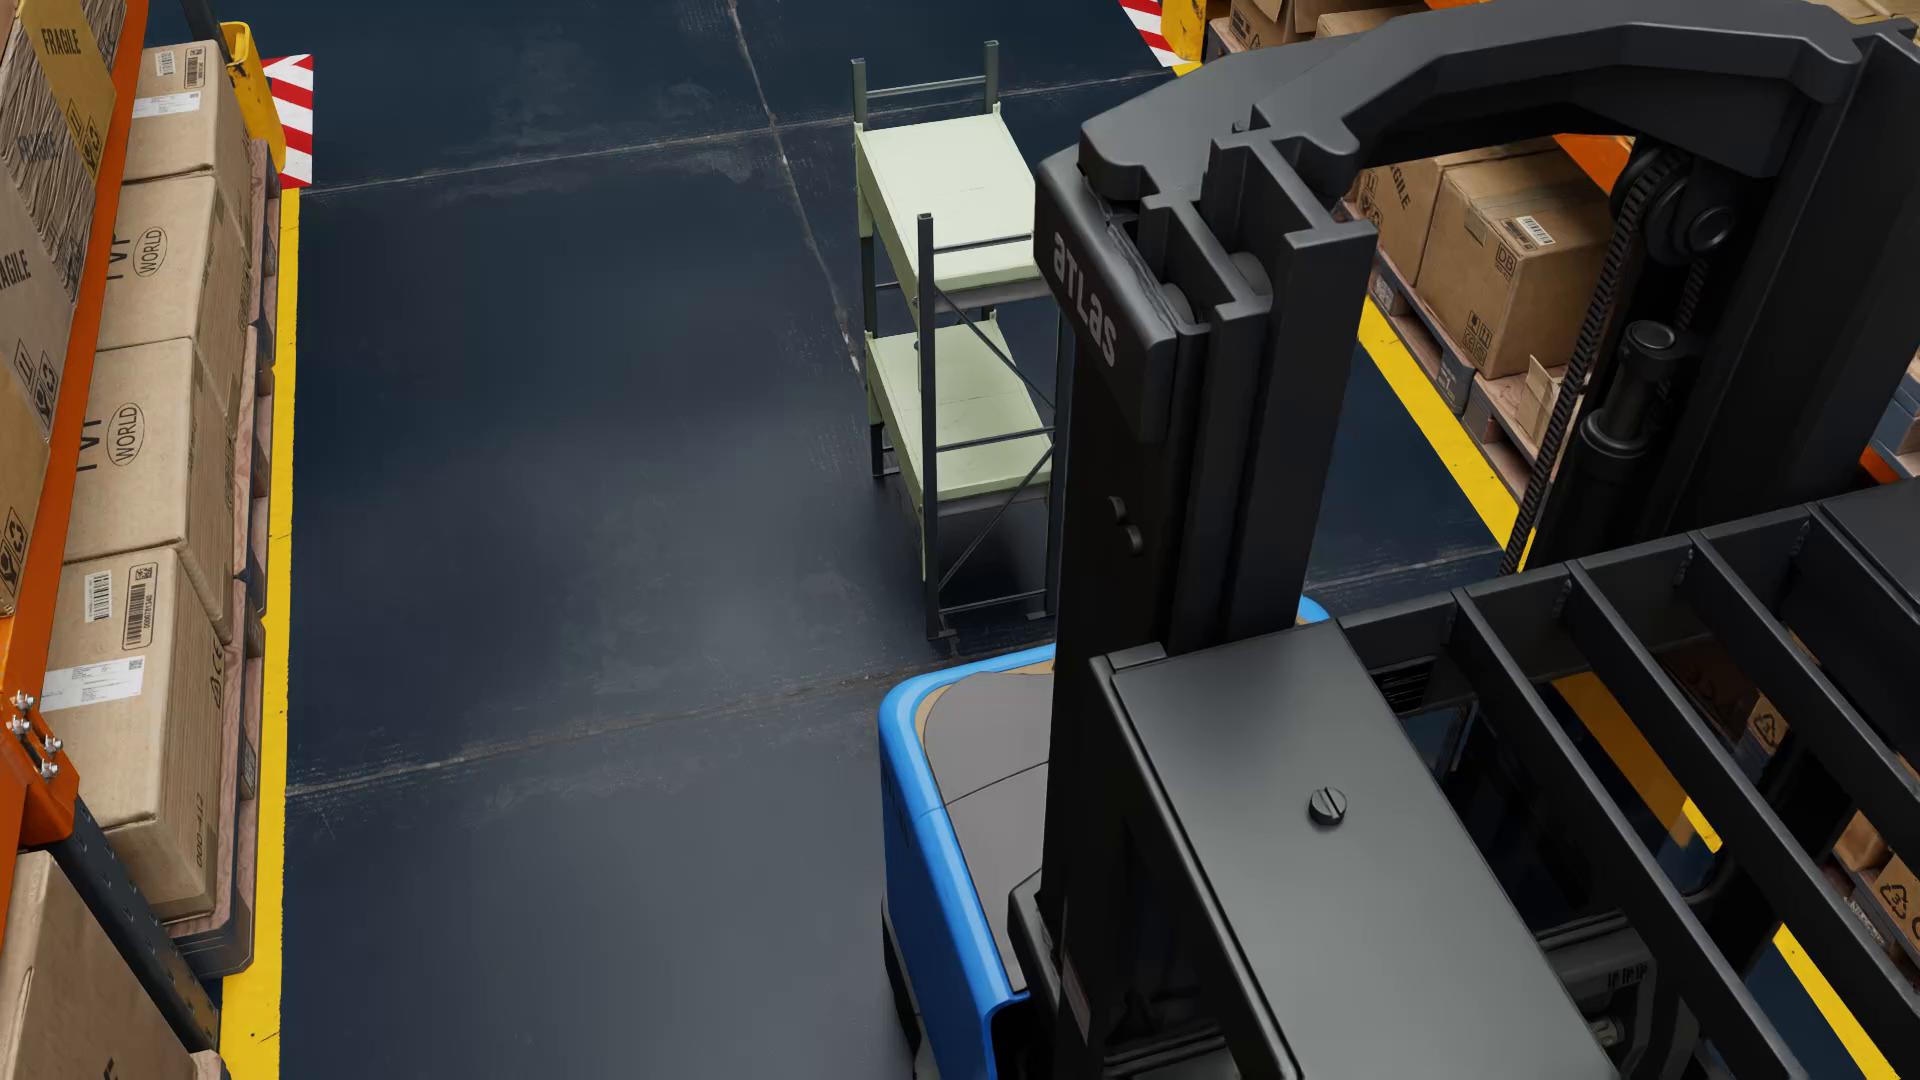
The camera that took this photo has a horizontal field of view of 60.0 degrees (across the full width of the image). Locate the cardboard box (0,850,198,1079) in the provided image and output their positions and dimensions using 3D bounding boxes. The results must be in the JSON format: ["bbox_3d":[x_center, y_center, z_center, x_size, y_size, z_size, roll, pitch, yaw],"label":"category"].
[{"bbox_3d":[-2.059,1.261,3.107,0.875,0.875,0.875,-9,46,-9],"label":"cardboard box"}]

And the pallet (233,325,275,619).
[{"bbox_3d":[-2.730,-0.156,5.255,1.003,0.211,1.213,-11,47,-10],"label":"pallet"}]

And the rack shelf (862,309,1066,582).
[{"bbox_3d":[0.002,-0.292,4.943,0.431,0.370,0.720,-11,47,-10],"label":"rack shelf"}]

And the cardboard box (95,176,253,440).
[{"bbox_3d":[-2.811,-0.693,5.329,0.875,0.438,0.875,-10,46,-9],"label":"cardboard box"}]

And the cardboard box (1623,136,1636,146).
[{"bbox_3d":[1.999,-1.096,4.400,0.380,0.149,0.250,-10,46,-9],"label":"cardboard box"}]

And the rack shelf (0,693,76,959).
[{"bbox_3d":[-1.783,1.884,1.807,1.077,0.370,4.000,-11,47,-10],"label":"rack shelf"}]

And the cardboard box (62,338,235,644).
[{"bbox_3d":[-2.582,-0.070,4.718,0.875,0.438,0.875,-12,47,-11],"label":"cardboard box"}]

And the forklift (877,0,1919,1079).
[{"bbox_3d":[0.734,0.931,2.286,1.130,2.935,3.031,-12,47,-12],"label":"forklift"}]

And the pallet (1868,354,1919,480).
[{"bbox_3d":[2.601,-0.020,3.304,1.003,0.211,1.213,-11,47,-10],"label":"pallet"}]

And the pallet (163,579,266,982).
[{"bbox_3d":[-2.414,0.688,4.428,1.003,0.211,1.213,-11,47,-10],"label":"pallet"}]

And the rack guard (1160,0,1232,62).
[{"bbox_3d":[1.498,-2.493,7.343,1.175,0.500,0.348,-11,47,-10],"label":"rack guard"}]

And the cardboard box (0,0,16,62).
[{"bbox_3d":[-2.426,-1.212,3.568,0.500,0.500,0.500,-10,46,-10],"label":"cardboard box"}]

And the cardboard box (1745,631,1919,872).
[{"bbox_3d":[2.408,0.444,4.171,0.500,0.500,0.500,-9,46,-9],"label":"cardboard box"}]

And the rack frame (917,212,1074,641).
[{"bbox_3d":[0.095,-0.268,4.462,0.400,1.500,0.023,-11,47,-10],"label":"rack frame"}]

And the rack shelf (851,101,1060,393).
[{"bbox_3d":[0.002,-0.793,4.431,0.431,0.370,0.720,-11,47,-10],"label":"rack shelf"}]

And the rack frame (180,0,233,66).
[{"bbox_3d":[-3.319,-2.510,5.610,1.000,3.000,0.127,-11,47,-10],"label":"rack frame"}]

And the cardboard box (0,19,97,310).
[{"bbox_3d":[-2.408,-0.848,3.911,0.500,0.500,0.500,-10,47,-10],"label":"cardboard box"}]

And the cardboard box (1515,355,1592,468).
[{"bbox_3d":[1.984,-0.426,5.188,0.396,0.266,0.258,-9,46,-9],"label":"cardboard box"}]

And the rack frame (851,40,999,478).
[{"bbox_3d":[-0.092,-0.773,4.957,0.400,1.500,0.023,-11,47,-10],"label":"rack frame"}]

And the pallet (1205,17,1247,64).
[{"bbox_3d":[1.703,-1.842,6.907,1.003,0.211,1.213,-11,47,-10],"label":"pallet"}]

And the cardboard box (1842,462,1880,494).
[{"bbox_3d":[2.561,-0.364,5.095,0.500,0.311,0.500,-9,46,-9],"label":"cardboard box"}]

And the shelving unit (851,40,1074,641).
[{"bbox_3d":[0.002,-0.520,4.710,0.431,1.500,0.755,-11,47,-10],"label":"shelving unit"}]

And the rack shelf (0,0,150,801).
[{"bbox_3d":[-2.807,-0.878,4.514,1.077,0.370,4.000,-11,47,-10],"label":"rack shelf"}]

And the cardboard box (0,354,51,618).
[{"bbox_3d":[-2.162,-0.156,3.232,0.500,0.500,0.500,-9,46,-9],"label":"cardboard box"}]

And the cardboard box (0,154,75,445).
[{"bbox_3d":[-2.287,-0.504,3.574,0.500,0.500,0.500,-10,47,-10],"label":"cardboard box"}]

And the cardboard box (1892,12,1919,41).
[{"bbox_3d":[2.636,-1.102,4.126,0.500,0.250,0.500,-11,47,-11],"label":"cardboard box"}]

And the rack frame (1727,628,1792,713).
[{"bbox_3d":[2.502,-0.659,3.796,1.000,3.000,0.127,-11,47,-10],"label":"rack frame"}]

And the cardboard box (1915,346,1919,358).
[{"bbox_3d":[2.410,-0.466,3.242,0.700,0.500,0.500,-10,46,-9],"label":"cardboard box"}]

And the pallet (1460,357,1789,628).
[{"bbox_3d":[2.327,-0.157,5.256,1.003,0.211,1.213,-11,47,-10],"label":"pallet"}]

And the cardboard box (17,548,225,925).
[{"bbox_3d":[-2.352,0.548,4.113,0.875,0.438,0.875,-11,47,-11],"label":"cardboard box"}]

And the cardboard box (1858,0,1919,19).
[{"bbox_3d":[2.501,-1.447,4.464,0.500,0.250,0.500,-11,47,-11],"label":"cardboard box"}]

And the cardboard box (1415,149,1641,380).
[{"bbox_3d":[1.990,-0.939,5.526,0.700,0.500,0.500,-12,47,-12],"label":"cardboard box"}]

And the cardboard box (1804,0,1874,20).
[{"bbox_3d":[1.993,-1.361,4.380,0.500,0.250,0.500,-11,47,-10],"label":"cardboard box"}]

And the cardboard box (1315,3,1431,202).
[{"bbox_3d":[1.724,-1.656,6.229,0.700,0.500,0.500,-9,46,-9],"label":"cardboard box"}]

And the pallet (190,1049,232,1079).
[{"bbox_3d":[-2.025,1.746,3.391,1.003,0.211,1.213,-11,47,-10],"label":"pallet"}]

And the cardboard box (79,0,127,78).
[{"bbox_3d":[-2.685,-1.558,4.607,0.500,0.500,0.500,-9,46,-9],"label":"cardboard box"}]

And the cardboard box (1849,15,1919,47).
[{"bbox_3d":[2.136,-1.018,4.044,0.500,0.250,0.500,-10,46,-9],"label":"cardboard box"}]

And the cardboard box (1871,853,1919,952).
[{"bbox_3d":[2.554,0.810,3.812,0.500,0.500,0.500,-11,47,-11],"label":"cardboard box"}]

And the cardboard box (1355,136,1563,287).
[{"bbox_3d":[1.763,-1.272,5.853,0.500,0.500,0.500,-10,46,-10],"label":"cardboard box"}]

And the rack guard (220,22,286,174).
[{"bbox_3d":[-3.325,-1.652,6.519,1.175,0.500,0.348,-11,47,-10],"label":"rack guard"}]

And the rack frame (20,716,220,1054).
[{"bbox_3d":[-2.295,0.251,2.904,1.000,3.000,0.127,-11,47,-10],"label":"rack frame"}]

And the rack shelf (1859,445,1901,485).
[{"bbox_3d":[3.014,0.974,2.699,1.077,0.370,4.000,-11,47,-10],"label":"rack shelf"}]

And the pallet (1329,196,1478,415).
[{"bbox_3d":[2.011,-1.001,6.083,1.003,0.211,1.213,-11,47,-10],"label":"pallet"}]

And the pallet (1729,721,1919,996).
[{"bbox_3d":[2.747,0.872,4.248,1.003,0.211,1.213,-11,47,-10],"label":"pallet"}]

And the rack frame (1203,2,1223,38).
[{"bbox_3d":[1.478,-3.421,6.502,1.000,3.000,0.127,-11,47,-10],"label":"rack frame"}]

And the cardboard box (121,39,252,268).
[{"bbox_3d":[-3.054,-1.323,5.946,0.875,0.438,0.875,-12,47,-12],"label":"cardboard box"}]

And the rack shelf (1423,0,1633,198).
[{"bbox_3d":[1.990,-1.788,5.406,1.077,0.370,4.000,-11,47,-10],"label":"rack shelf"}]

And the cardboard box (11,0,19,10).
[{"bbox_3d":[-2.553,-1.561,3.910,0.500,0.500,0.500,-11,47,-11],"label":"cardboard box"}]

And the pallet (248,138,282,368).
[{"bbox_3d":[-3.039,-0.997,6.079,1.003,0.211,1.213,-11,47,-10],"label":"pallet"}]

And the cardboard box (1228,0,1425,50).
[{"bbox_3d":[1.543,-2.254,6.813,0.797,0.503,0.637,-12,47,-12],"label":"cardboard box"}]

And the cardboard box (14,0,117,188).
[{"bbox_3d":[-2.540,-1.204,4.260,0.500,0.500,0.500,-9,46,-9],"label":"cardboard box"}]
